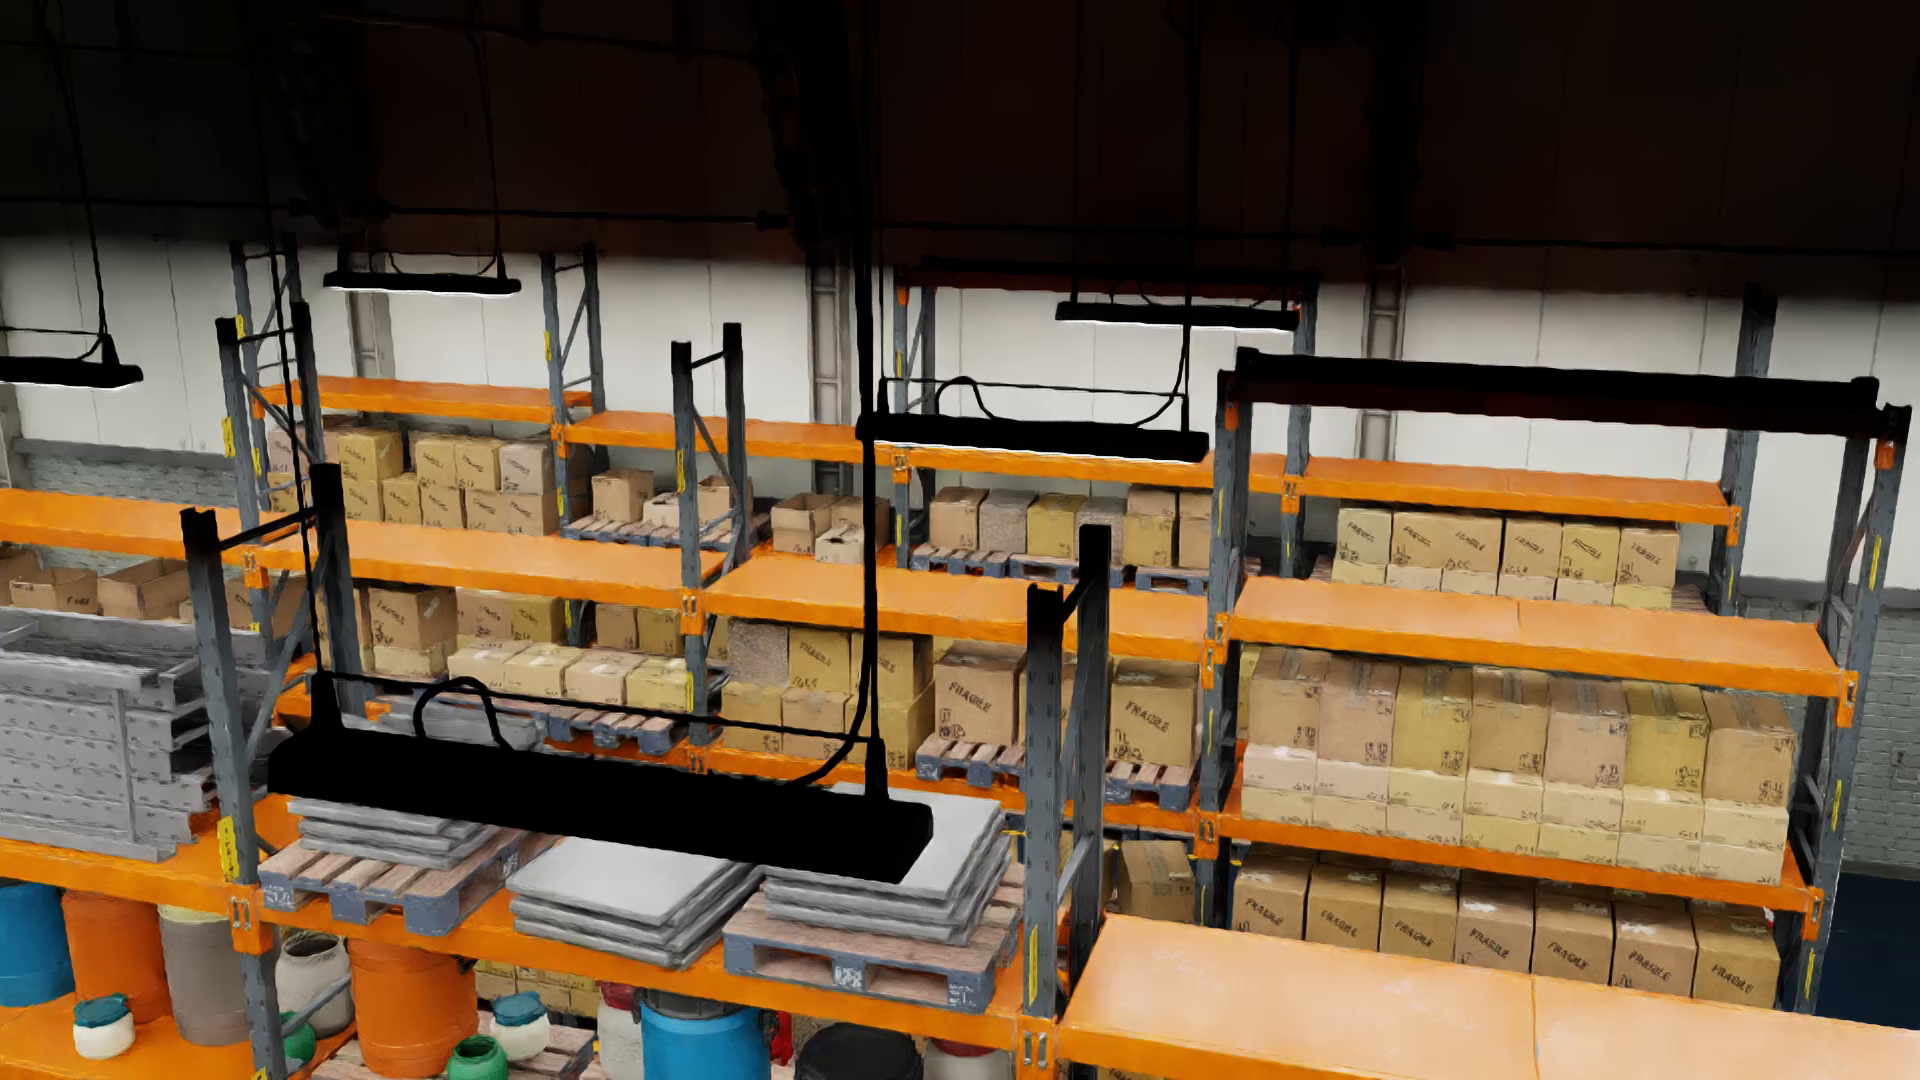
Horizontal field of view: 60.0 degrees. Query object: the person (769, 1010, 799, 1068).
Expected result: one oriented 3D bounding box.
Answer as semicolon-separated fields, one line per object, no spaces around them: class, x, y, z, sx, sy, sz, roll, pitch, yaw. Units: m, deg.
person;-1.383;3.909;12.145;1.115;1.641;0.544;4;17;15
